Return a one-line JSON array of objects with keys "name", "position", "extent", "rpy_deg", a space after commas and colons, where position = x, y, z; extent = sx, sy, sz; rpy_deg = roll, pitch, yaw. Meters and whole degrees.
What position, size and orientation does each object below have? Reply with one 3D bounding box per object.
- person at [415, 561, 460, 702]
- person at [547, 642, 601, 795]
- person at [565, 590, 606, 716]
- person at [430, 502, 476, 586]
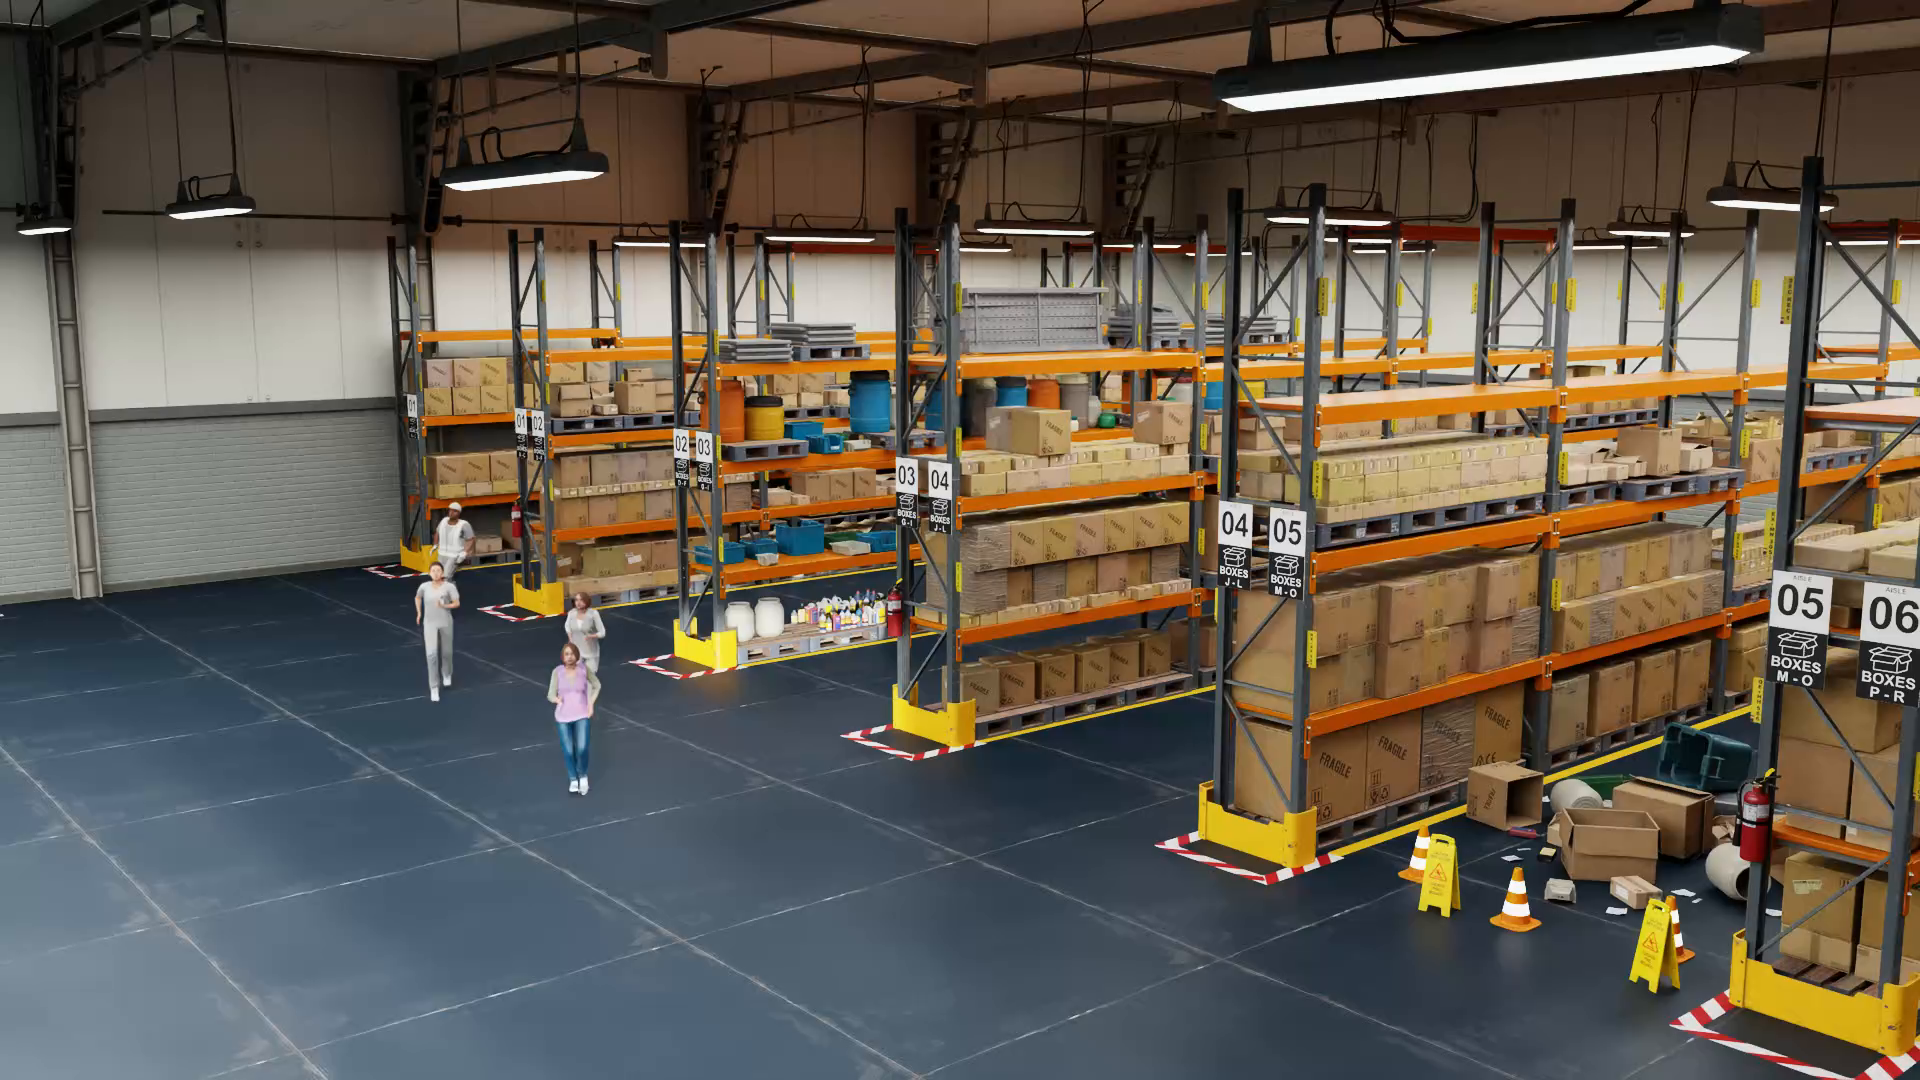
[{"name": "person", "position": [-6.587, 1.108, 21.010], "extent": [0.550, 1.701, 0.875], "rpy_deg": [-2, 9, -15]}, {"name": "person", "position": [-3.891, 1.820, 16.765], "extent": [0.517, 1.575, 0.596], "rpy_deg": [-1, 9, -8]}, {"name": "person", "position": [-4.426, 1.387, 19.631], "extent": [0.507, 1.620, 0.679], "rpy_deg": [-1, 9, -4]}, {"name": "person", "position": [-8.105, 0.247, 26.574], "extent": [0.726, 1.710, 0.648], "rpy_deg": [2, 9, 15]}]
